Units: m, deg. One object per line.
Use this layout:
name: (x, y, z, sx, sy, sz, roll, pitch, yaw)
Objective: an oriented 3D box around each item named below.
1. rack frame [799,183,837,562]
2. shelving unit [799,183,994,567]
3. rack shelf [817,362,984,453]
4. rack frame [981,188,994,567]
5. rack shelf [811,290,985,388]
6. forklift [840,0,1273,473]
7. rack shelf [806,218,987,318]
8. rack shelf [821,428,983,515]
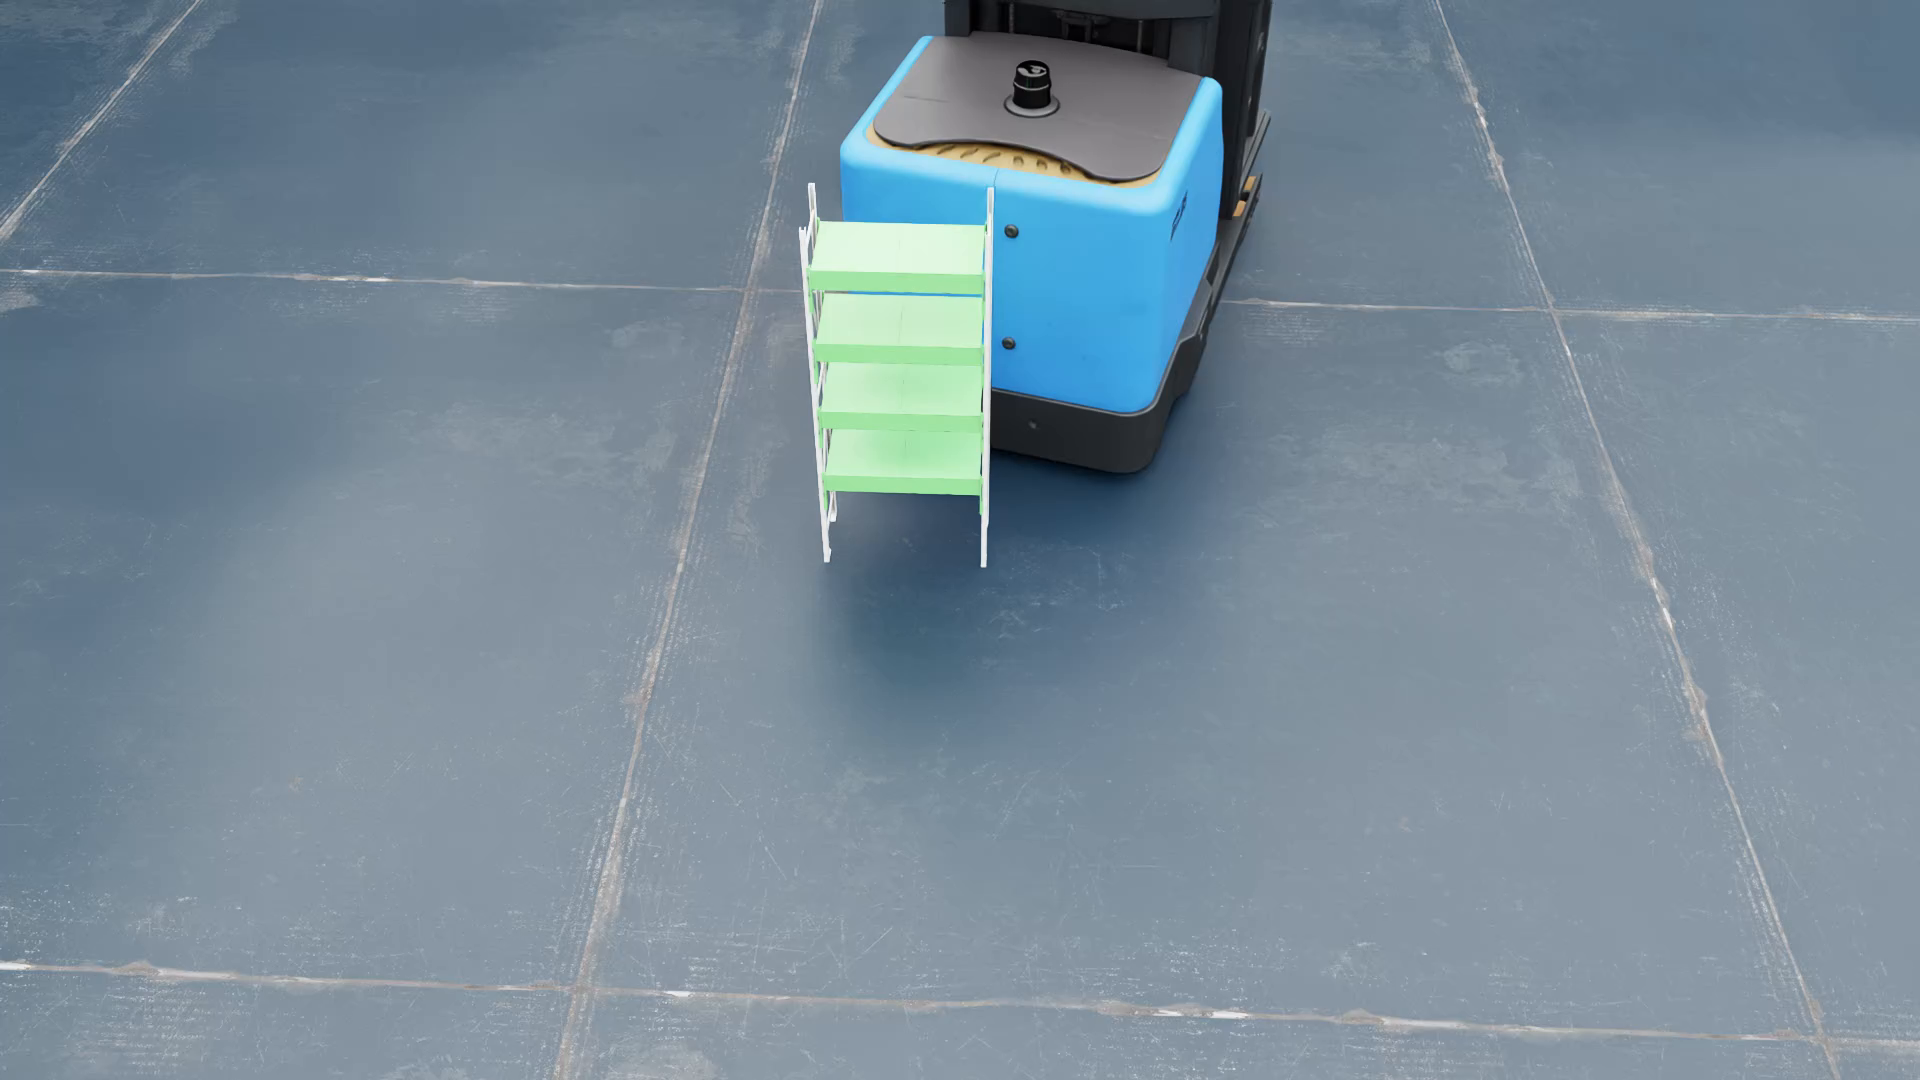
rack frame: (-0.409, -0.452, 4.855, 0.015, 1.200, 0.240, 2, 43, 2)
shelving unit: (-0.165, -0.444, 4.846, 0.503, 1.200, 0.258, 2, 43, 2)
rack shelf: (-0.165, -0.397, 4.890, 0.480, 0.148, 0.258, 2, 43, 2)
rack frame: (0.078, -0.437, 4.838, 0.015, 1.200, 0.240, 2, 43, 2)
rack shelf: (-0.165, -0.573, 4.726, 0.480, 0.148, 0.258, 2, 43, 2)
forklift: (0.564, -2.307, 5.576, 1.130, 2.935, 3.031, 13, 44, 13)
rack shelf: (-0.165, -0.749, 4.563, 0.480, 0.148, 0.258, 2, 43, 2)
rack shelf: (-0.165, -0.222, 5.054, 0.480, 0.148, 0.258, 2, 43, 2)
